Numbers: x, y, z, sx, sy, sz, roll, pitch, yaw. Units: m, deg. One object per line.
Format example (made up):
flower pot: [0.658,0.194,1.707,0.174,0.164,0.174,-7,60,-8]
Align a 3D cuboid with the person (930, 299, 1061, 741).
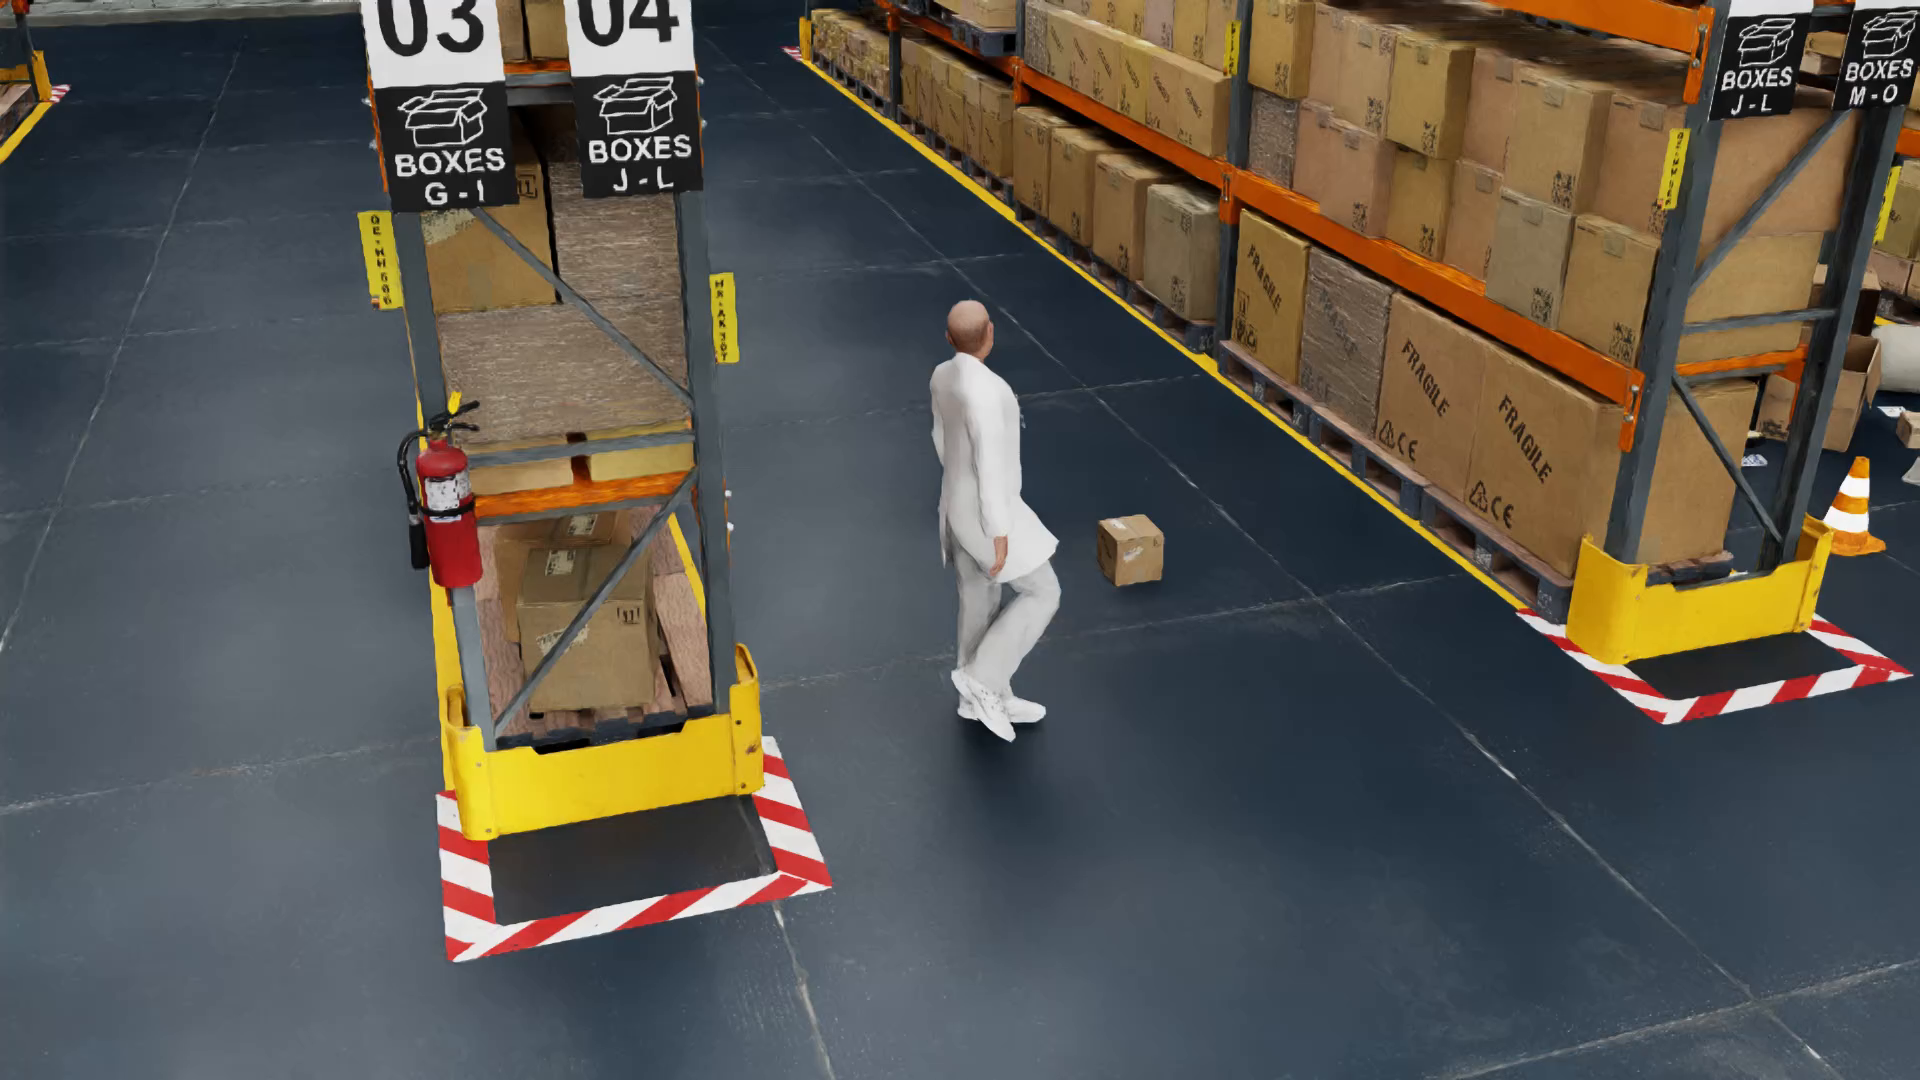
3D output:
person: [0.141,-0.080,6.769,0.490,1.770,0.765,-8,27,-17]
